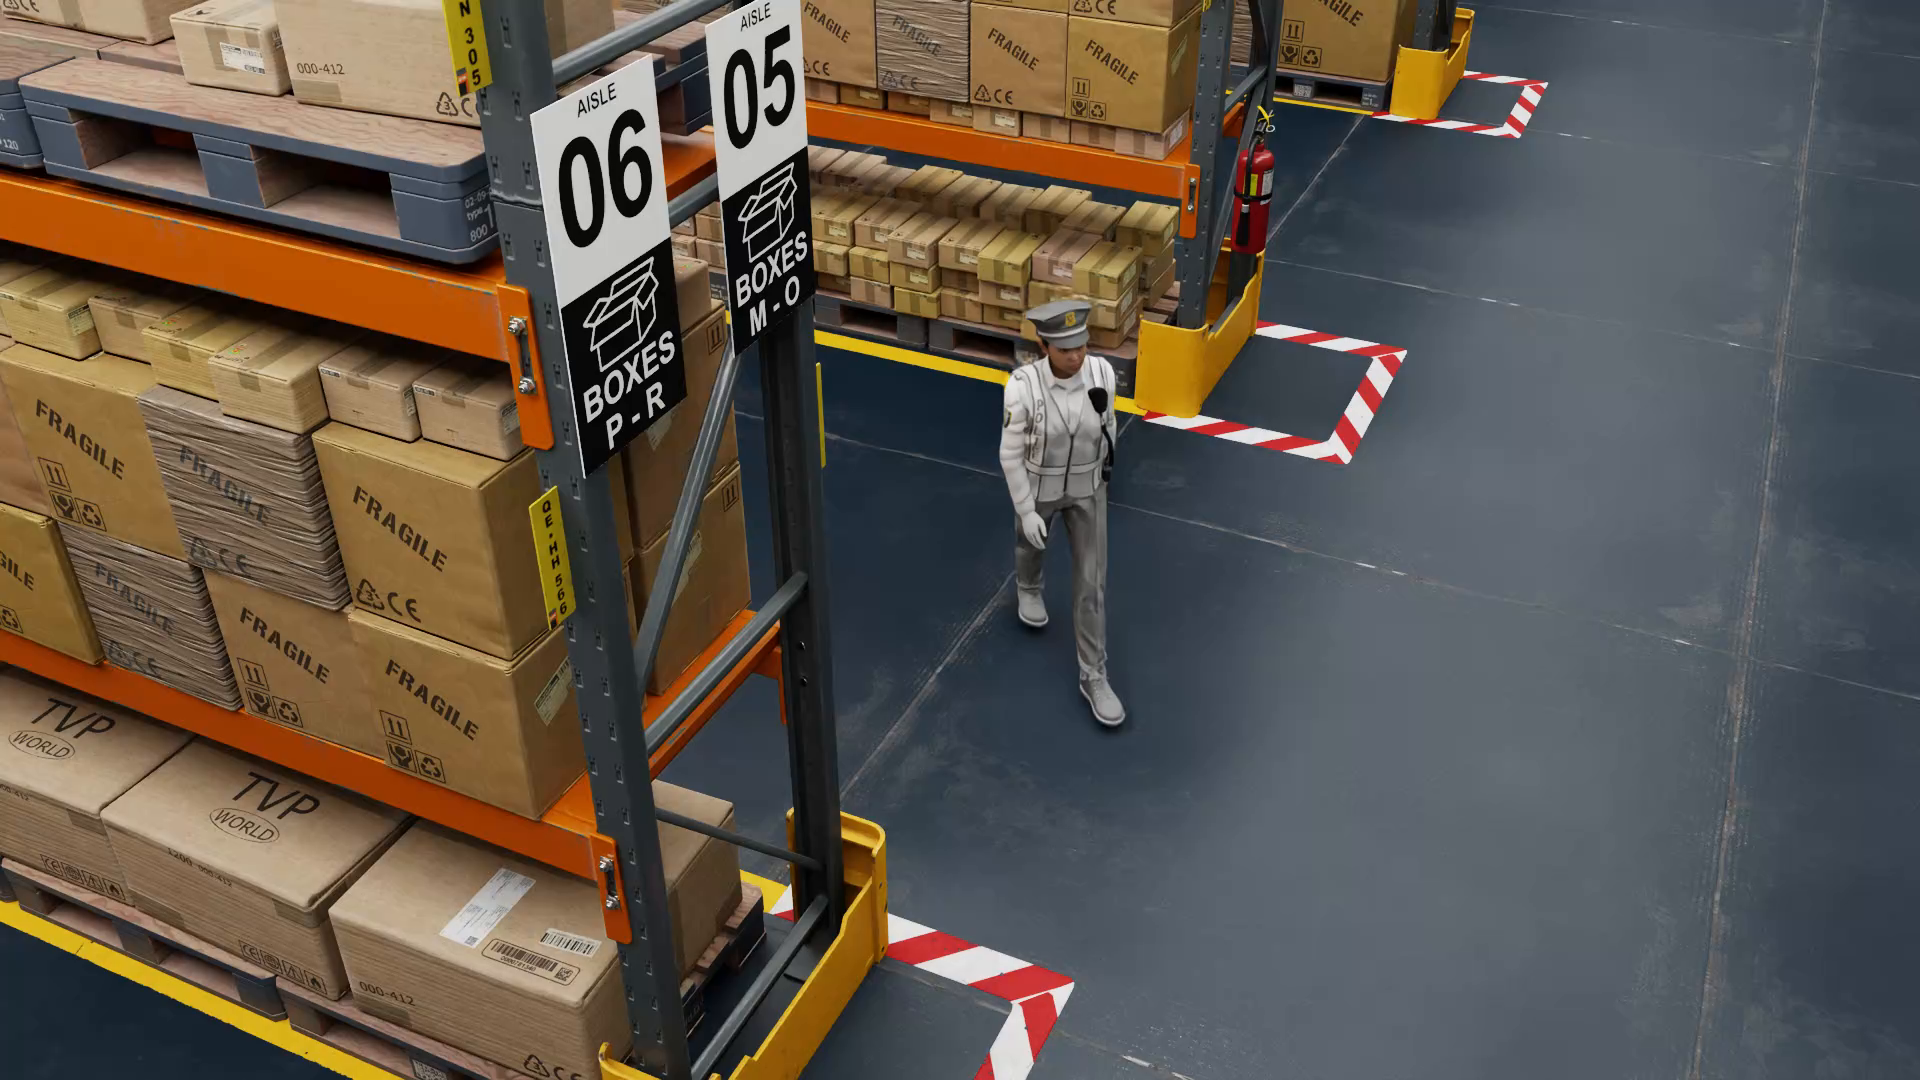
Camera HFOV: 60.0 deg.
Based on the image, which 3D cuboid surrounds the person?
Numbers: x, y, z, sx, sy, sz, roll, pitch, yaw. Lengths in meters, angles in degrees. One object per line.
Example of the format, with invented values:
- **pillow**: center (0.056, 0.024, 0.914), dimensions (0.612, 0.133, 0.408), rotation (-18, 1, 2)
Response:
- **person**: center (0.386, -0.187, 6.387), dimensions (0.480, 1.623, 0.959), rotation (-4, 34, -6)
